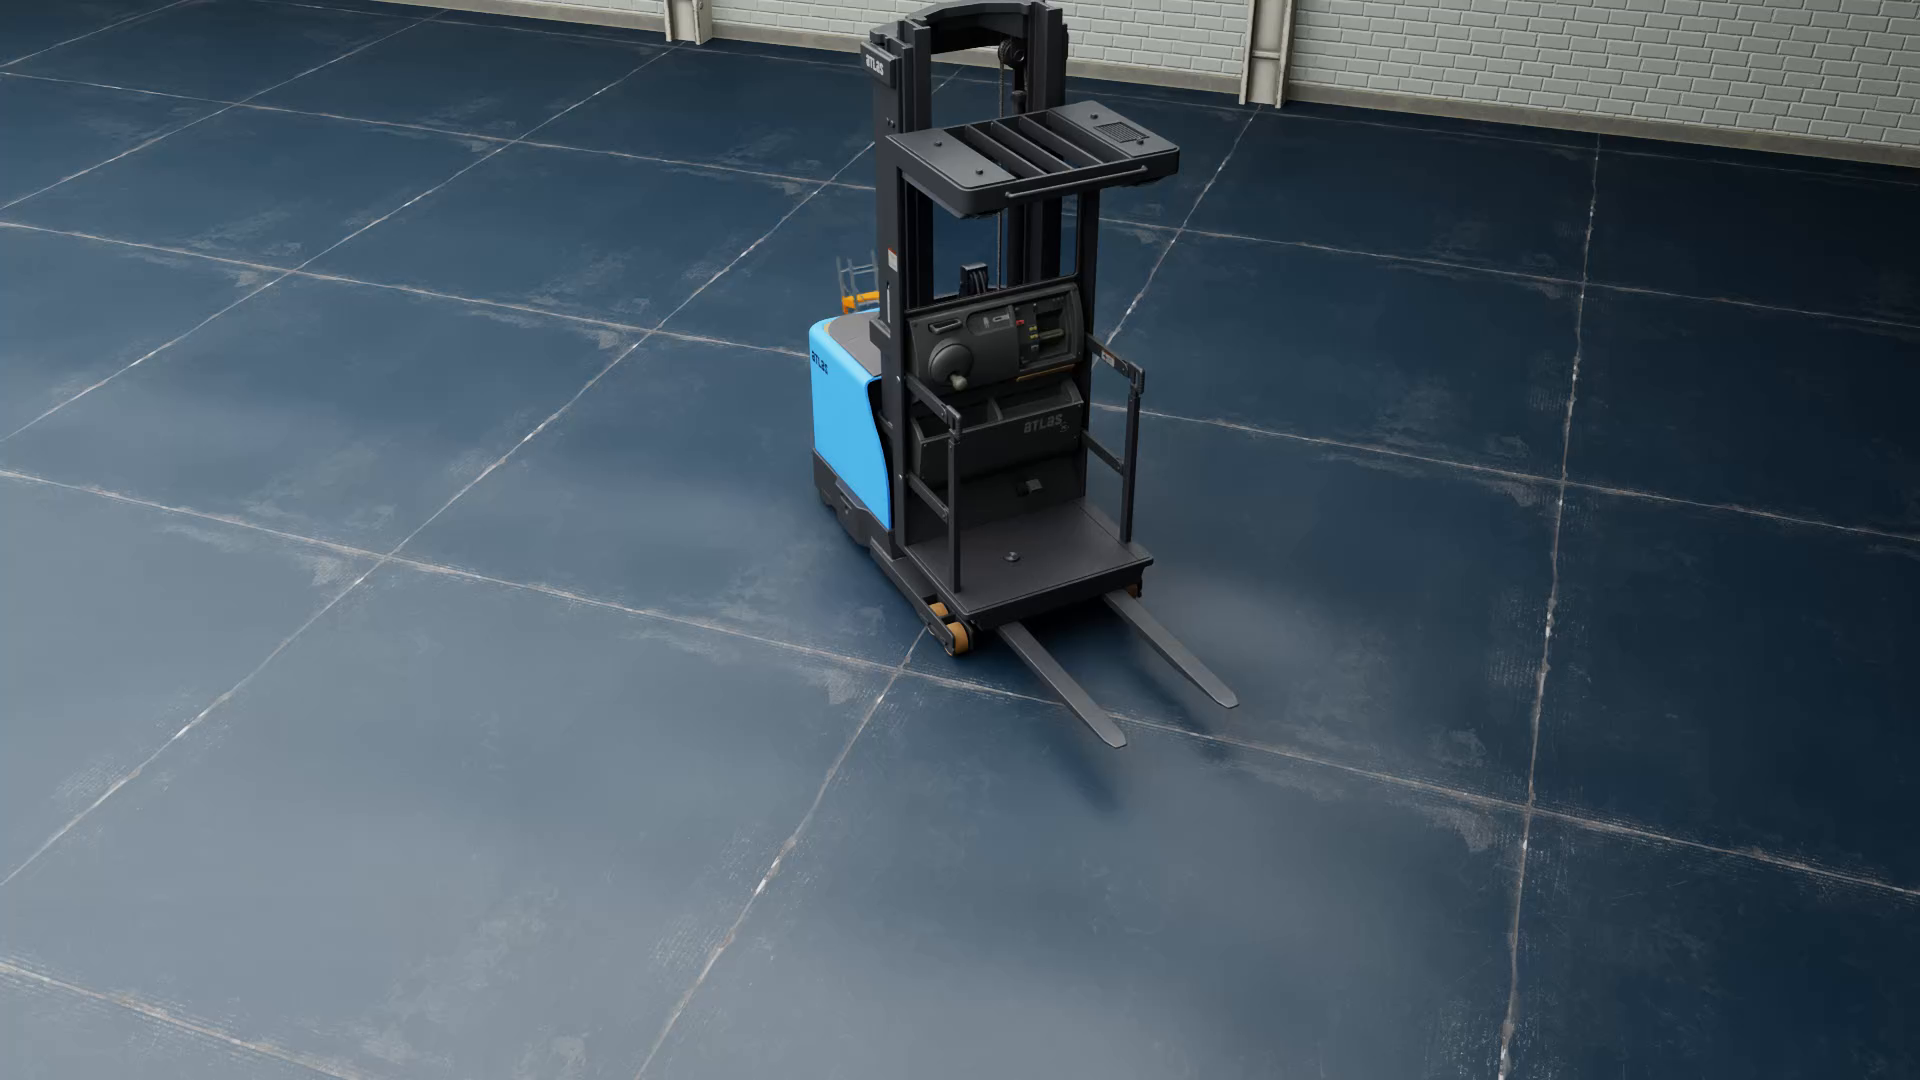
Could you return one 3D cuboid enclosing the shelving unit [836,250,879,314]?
[{"bbox_3d":[-0.494,-1.082,9.781,0.258,1.200,0.189,-15,19,-22],"label":"shelving unit"}]

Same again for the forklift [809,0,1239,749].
[{"bbox_3d":[0.288,-0.932,7.960,1.130,2.935,3.031,-16,36,-23],"label":"forklift"}]

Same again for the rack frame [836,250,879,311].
[{"bbox_3d":[-0.533,-1.102,9.861,0.240,1.200,0.006,-15,19,-22],"label":"rack frame"}]

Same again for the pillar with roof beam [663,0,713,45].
[{"bbox_3d":[-4.259,-6.797,11.450,0.400,9.000,9.100,11,34,16],"label":"pillar with roof beam"}]

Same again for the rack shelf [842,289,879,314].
[{"bbox_3d":[-0.535,-1.379,9.685,0.258,0.103,0.180,-15,19,-22],"label":"rack shelf"}]

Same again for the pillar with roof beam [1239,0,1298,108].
[{"bbox_3d":[1.389,-5.699,9.749,0.400,9.000,9.100,11,34,16],"label":"pillar with roof beam"}]

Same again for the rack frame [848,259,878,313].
[{"bbox_3d":[-0.454,-1.061,9.701,0.240,1.200,0.006,-15,19,-22],"label":"rack frame"}]
